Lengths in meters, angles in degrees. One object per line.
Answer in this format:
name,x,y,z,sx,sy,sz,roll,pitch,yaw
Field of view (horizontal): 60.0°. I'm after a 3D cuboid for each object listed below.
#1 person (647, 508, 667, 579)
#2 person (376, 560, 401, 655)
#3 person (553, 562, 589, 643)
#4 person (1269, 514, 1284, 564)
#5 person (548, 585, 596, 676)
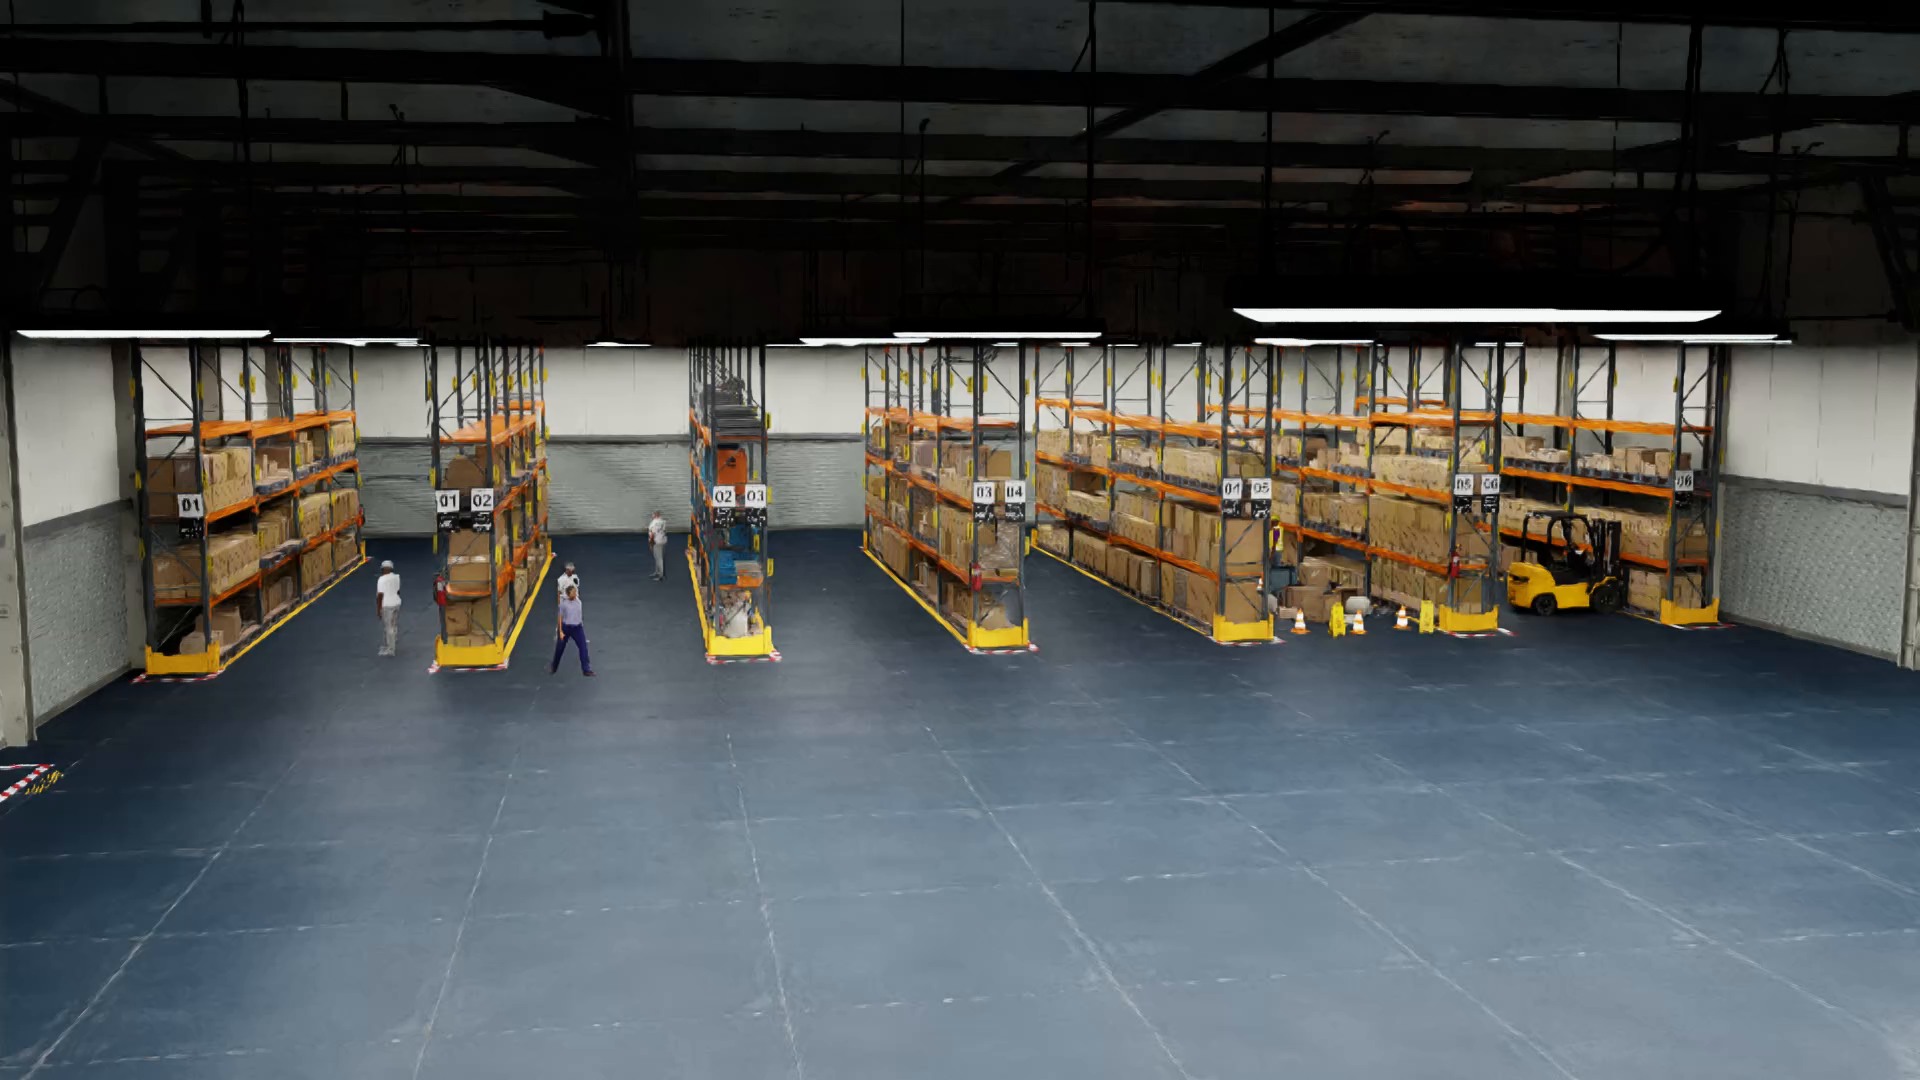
person,-7.584,0.084,41.545,0.586,1.746,0.653,2,7,19
person,-10.807,1.249,31.324,0.497,1.761,0.625,2,7,20
person,-7.624,1.212,32.416,0.490,1.622,0.938,-4,8,-33
person,7.553,0.254,39.986,0.585,1.763,0.679,2,7,15
person,-6.857,1.579,29.201,0.584,1.611,0.918,-5,8,-38
